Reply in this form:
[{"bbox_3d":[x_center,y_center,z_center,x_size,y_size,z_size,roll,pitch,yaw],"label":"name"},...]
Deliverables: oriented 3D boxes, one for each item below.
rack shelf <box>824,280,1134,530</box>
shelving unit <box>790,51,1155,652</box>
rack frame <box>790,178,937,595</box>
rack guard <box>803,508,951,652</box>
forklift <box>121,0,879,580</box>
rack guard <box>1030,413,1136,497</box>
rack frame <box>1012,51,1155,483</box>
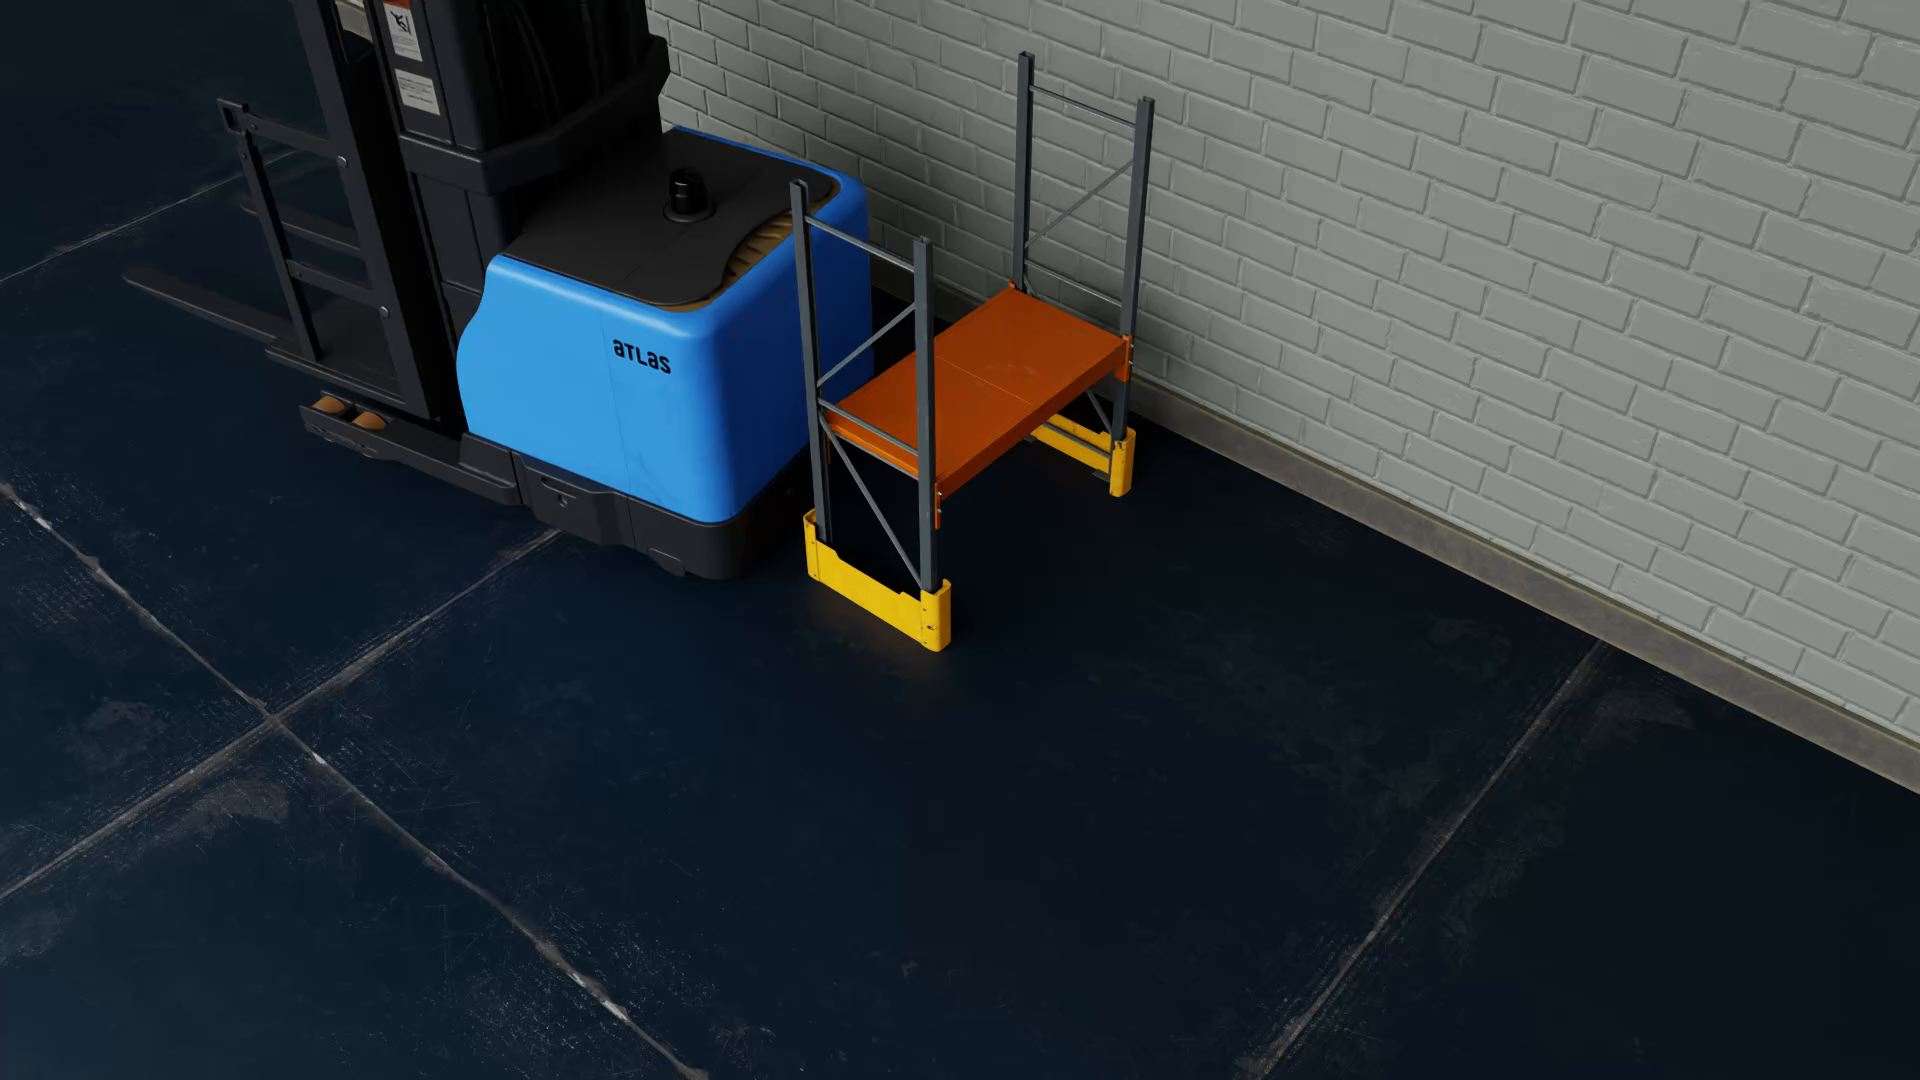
[{"bbox_3d":[0.055,-0.466,5.415,0.538,0.185,1.000,29,50,28],"label":"rack shelf"},{"bbox_3d":[0.049,-0.594,5.289,0.587,1.500,1.083,29,50,28],"label":"shelving unit"},{"bbox_3d":[-0.272,-0.337,5.006,0.500,1.500,0.032,29,50,28],"label":"rack frame"},{"bbox_3d":[-0.271,0.125,5.427,0.587,0.250,0.087,29,50,28],"label":"rack guard"},{"bbox_3d":[-1.831,-1.673,5.411,3.031,2.935,1.130,20,46,21],"label":"forklift"},{"bbox_3d":[0.370,-0.388,5.991,0.587,0.250,0.087,29,50,28],"label":"rack guard"},{"bbox_3d":[0.382,-0.861,5.582,0.500,1.500,0.032,29,50,28],"label":"rack frame"}]
